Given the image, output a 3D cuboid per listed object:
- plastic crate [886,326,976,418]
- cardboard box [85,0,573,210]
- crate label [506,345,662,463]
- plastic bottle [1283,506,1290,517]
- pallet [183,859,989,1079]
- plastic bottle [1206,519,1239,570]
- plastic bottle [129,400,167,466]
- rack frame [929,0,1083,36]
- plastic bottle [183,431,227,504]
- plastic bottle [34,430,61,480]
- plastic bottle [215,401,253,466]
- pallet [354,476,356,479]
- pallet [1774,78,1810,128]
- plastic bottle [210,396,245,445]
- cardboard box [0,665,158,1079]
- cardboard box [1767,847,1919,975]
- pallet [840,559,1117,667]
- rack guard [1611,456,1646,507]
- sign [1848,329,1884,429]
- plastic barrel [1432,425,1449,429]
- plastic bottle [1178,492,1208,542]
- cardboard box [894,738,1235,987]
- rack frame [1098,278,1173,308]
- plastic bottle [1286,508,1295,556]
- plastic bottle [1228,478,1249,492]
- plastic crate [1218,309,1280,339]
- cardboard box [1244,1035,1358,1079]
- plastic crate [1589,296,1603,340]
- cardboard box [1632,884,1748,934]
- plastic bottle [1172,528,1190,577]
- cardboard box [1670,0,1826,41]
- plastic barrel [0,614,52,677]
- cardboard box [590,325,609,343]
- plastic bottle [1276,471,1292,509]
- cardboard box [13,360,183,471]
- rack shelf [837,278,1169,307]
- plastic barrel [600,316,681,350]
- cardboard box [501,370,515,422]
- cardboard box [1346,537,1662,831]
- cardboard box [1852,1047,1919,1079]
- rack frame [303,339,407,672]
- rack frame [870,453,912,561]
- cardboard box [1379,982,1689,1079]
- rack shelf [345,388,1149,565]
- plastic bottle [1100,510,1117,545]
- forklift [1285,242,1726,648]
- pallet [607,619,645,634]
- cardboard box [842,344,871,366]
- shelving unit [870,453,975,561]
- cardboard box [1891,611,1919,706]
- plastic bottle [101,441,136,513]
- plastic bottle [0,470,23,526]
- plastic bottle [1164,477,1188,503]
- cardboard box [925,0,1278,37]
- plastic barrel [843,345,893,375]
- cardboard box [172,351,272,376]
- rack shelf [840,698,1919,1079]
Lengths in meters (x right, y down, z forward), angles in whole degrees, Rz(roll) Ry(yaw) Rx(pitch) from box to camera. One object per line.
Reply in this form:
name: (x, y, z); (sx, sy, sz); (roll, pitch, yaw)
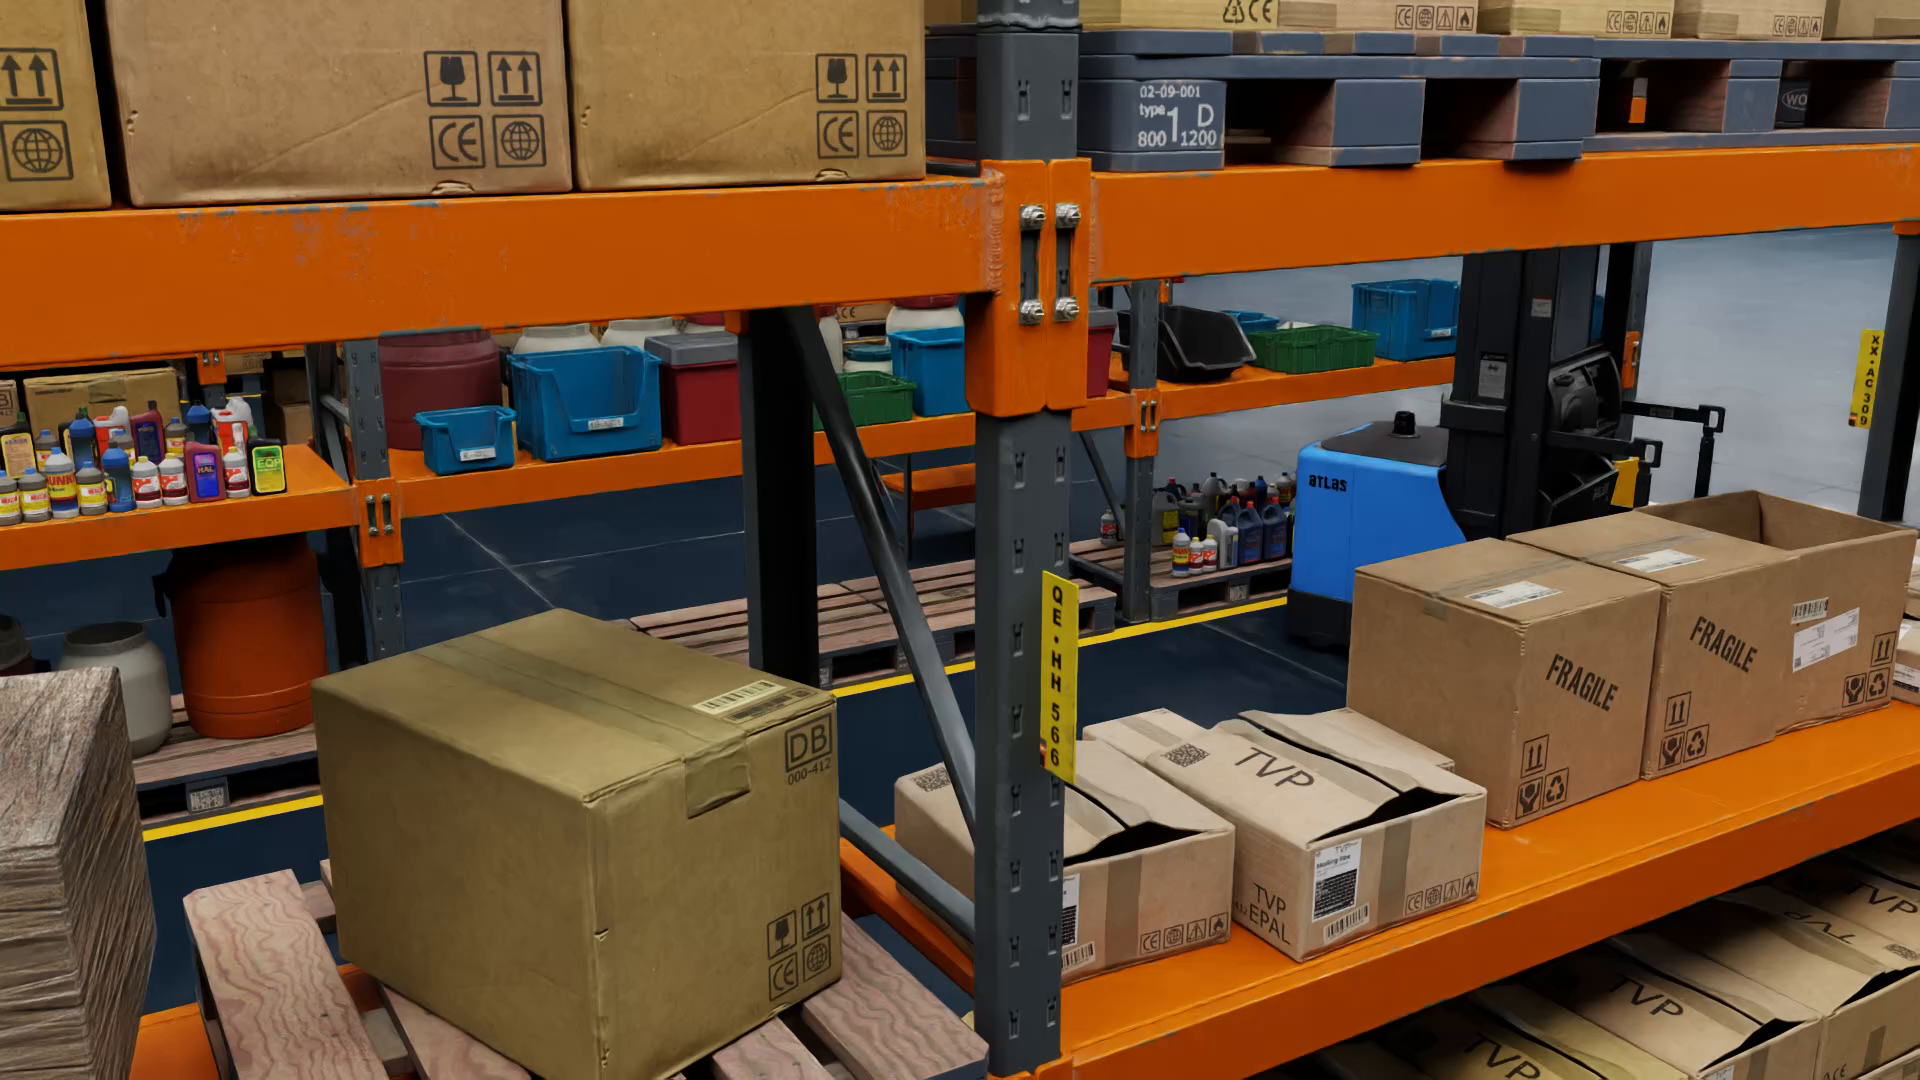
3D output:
plastic crate: (-0.040, -0.860, 8.450); (0.575, 0.384, 0.392); (-9, 18, -30)
cardboard box: (-0.929, -0.744, 2.263); (0.500, 0.500, 0.910); (-9, 18, -30)
crate label: (-1.692, -0.630, 7.533); (0.616, 0.435, 0.502); (-9, 18, -30)
plastic bottle: (1.920, -0.063, 9.816); (0.097, 0.271, 0.097); (0, 16, 0)
pallet: (-0.680, 0.812, 2.810); (1.003, 0.211, 1.213); (-9, 18, -30)
plastic bottle: (1.507, 0.012, 9.539); (0.135, 0.276, 0.152); (-8, 18, -28)
plastic bottle: (-3.526, -0.460, 7.211); (0.133, 0.283, 0.061); (-9, 18, -30)
rack frame: (-0.136, -2.279, 2.368); (0.127, 3.000, 1.000); (-9, 18, -30)
plastic bottle: (-3.008, -0.294, 6.617); (0.133, 0.283, 0.061); (-9, 18, -30)
plastic bottle: (-3.845, -0.363, 7.017); (0.097, 0.201, 0.097); (0, 16, 0)
plastic bottle: (-3.142, -0.457, 7.212); (0.135, 0.276, 0.152); (-9, 18, -30)
pallet: (-4.564, -0.449, 12.119); (1.213, 0.211, 1.003); (-9, 18, -30)
pallet: (2.544, -1.173, 4.335); (1.217, 0.209, 0.805); (-10, 19, -32)
plastic bottle: (-3.221, -0.492, 7.337); (0.135, 0.276, 0.152); (-9, 18, -30)
cardboard box: (-1.500, 0.556, 2.407); (0.500, 0.500, 0.700); (-6, 17, -19)
cardboard box: (2.651, 1.102, 4.700); (0.500, 0.311, 0.500); (-9, 18, -28)
pallet: (0.092, 0.368, 9.207); (1.213, 0.211, 1.003); (-9, 18, -30)
rack guard: (4.133, -0.424, 11.496); (0.348, 0.500, 1.175); (-9, 18, -30)
sign: (3.006, -0.530, 5.492); (0.005, 0.325, 0.100); (-9, 18, -30)
plastic barrel: (3.220, -0.475, 10.877); (0.421, 0.512, 0.421); (0, 16, 0)
plastic bottle: (1.411, -0.146, 10.103); (0.135, 0.276, 0.152); (-9, 18, -30)
cardboard box: (0.199, 0.612, 3.335); (0.500, 0.311, 0.500); (-8, 18, -26)
rack frame: (1.623, -2.795, 15.324); (0.127, 3.000, 1.000); (-9, 18, -30)
plastic bottle: (1.976, -0.053, 9.758); (0.133, 0.283, 0.061); (-8, 18, -27)
plastic bottle: (1.732, -0.243, 10.450); (0.135, 0.276, 0.152); (-9, 18, -29)
plastic crate: (1.554, -1.238, 10.045); (0.616, 0.251, 0.499); (-9, 18, -30)
cardboard box: (0.629, 1.258, 4.143); (0.500, 0.311, 0.500); (-10, 18, -31)
plastic crate: (3.899, -1.439, 10.760); (0.616, 0.251, 0.499); (-9, 18, -30)
cardboard box: (1.936, 1.046, 4.900); (0.500, 0.311, 0.500); (-10, 18, -32)
plastic bottle: (1.244, 0.066, 9.357); (0.097, 0.271, 0.097); (0, 16, 0)
cardboard box: (1.623, -1.269, 3.823); (0.500, 0.250, 0.500); (-11, 19, -34)
plastic barrel: (-4.062, 0.651, 6.721); (0.708, 0.588, 0.600); (-9, 18, -30)
cardboard box: (-3.698, -2.651, 17.968); (0.875, 0.875, 0.875); (-9, 18, -29)
plastic bottle: (2.080, -0.306, 10.683); (0.097, 0.271, 0.097); (0, 16, 0)
cardboard box: (-5.836, -0.771, 11.262); (0.875, 0.875, 1.225); (-10, 19, -32)
rack shelf: (-0.091, -2.171, 14.429); (4.000, 0.370, 1.077); (-9, 18, -30)
plastic barrel: (-1.551, -0.842, 8.149); (0.421, 0.512, 0.421); (0, 16, 0)
cardboard box: (-3.241, -1.027, 12.833); (0.500, 0.500, 0.700); (-11, 19, -34)
cardboard box: (1.294, 0.324, 4.010); (0.500, 0.500, 0.500); (-10, 19, -33)
cardboard box: (2.214, 1.441, 4.528); (0.500, 0.250, 0.500); (-9, 18, -28)
rack frame: (-2.683, -0.537, 7.268); (0.127, 3.000, 1.000); (-9, 18, -30)
rack frame: (-0.442, -0.470, 10.503); (0.032, 1.125, 0.500); (-9, 18, -30)
cardboard box: (1.349, 1.311, 3.953); (0.500, 0.311, 0.500); (-10, 18, -31)
rack shelf: (-0.969, -0.469, 8.357); (4.000, 0.370, 1.077); (-9, 18, -30)
plastic bottle: (0.896, -0.080, 10.007); (0.097, 0.201, 0.097); (0, 16, 0)
forklift: (3.212, -0.709, 8.007); (3.031, 2.935, 1.130); (12, 20, 37)
pallet: (-1.999, 0.707, 7.997); (1.213, 0.211, 1.003); (-9, 18, -30)
cardboard box: (-0.955, -1.365, 14.076); (0.500, 0.500, 0.500); (-3, 16, -12)
shelving unit: (-0.006, -0.541, 10.755); (1.048, 1.125, 0.538); (-9, 18, -30)
cardboard box: (2.634, 0.283, 4.592); (0.258, 0.266, 0.396); (-10, 18, -31)
plastic bottle: (-3.283, -0.249, 6.480); (0.097, 0.271, 0.097); (0, 16, 0)
plastic bottle: (-3.617, -0.161, 6.296); (0.097, 0.201, 0.097); (0, 16, 0)
plastic bottle: (1.313, -0.212, 10.203); (0.185, 0.351, 0.144); (-10, 19, -32)
cardboard box: (0.224, -1.041, 3.008); (0.500, 0.250, 0.500); (-11, 19, -34)
plastic barrel: (-0.468, -0.878, 8.741); (0.301, 0.262, 0.301); (0, 16, 0)
cardboard box: (-7.134, -2.027, 15.975); (0.750, 0.750, 1.050); (-9, 18, -30)
rack shelf: (1.579, 0.678, 4.267); (4.000, 0.370, 1.077); (-9, 18, -30)
